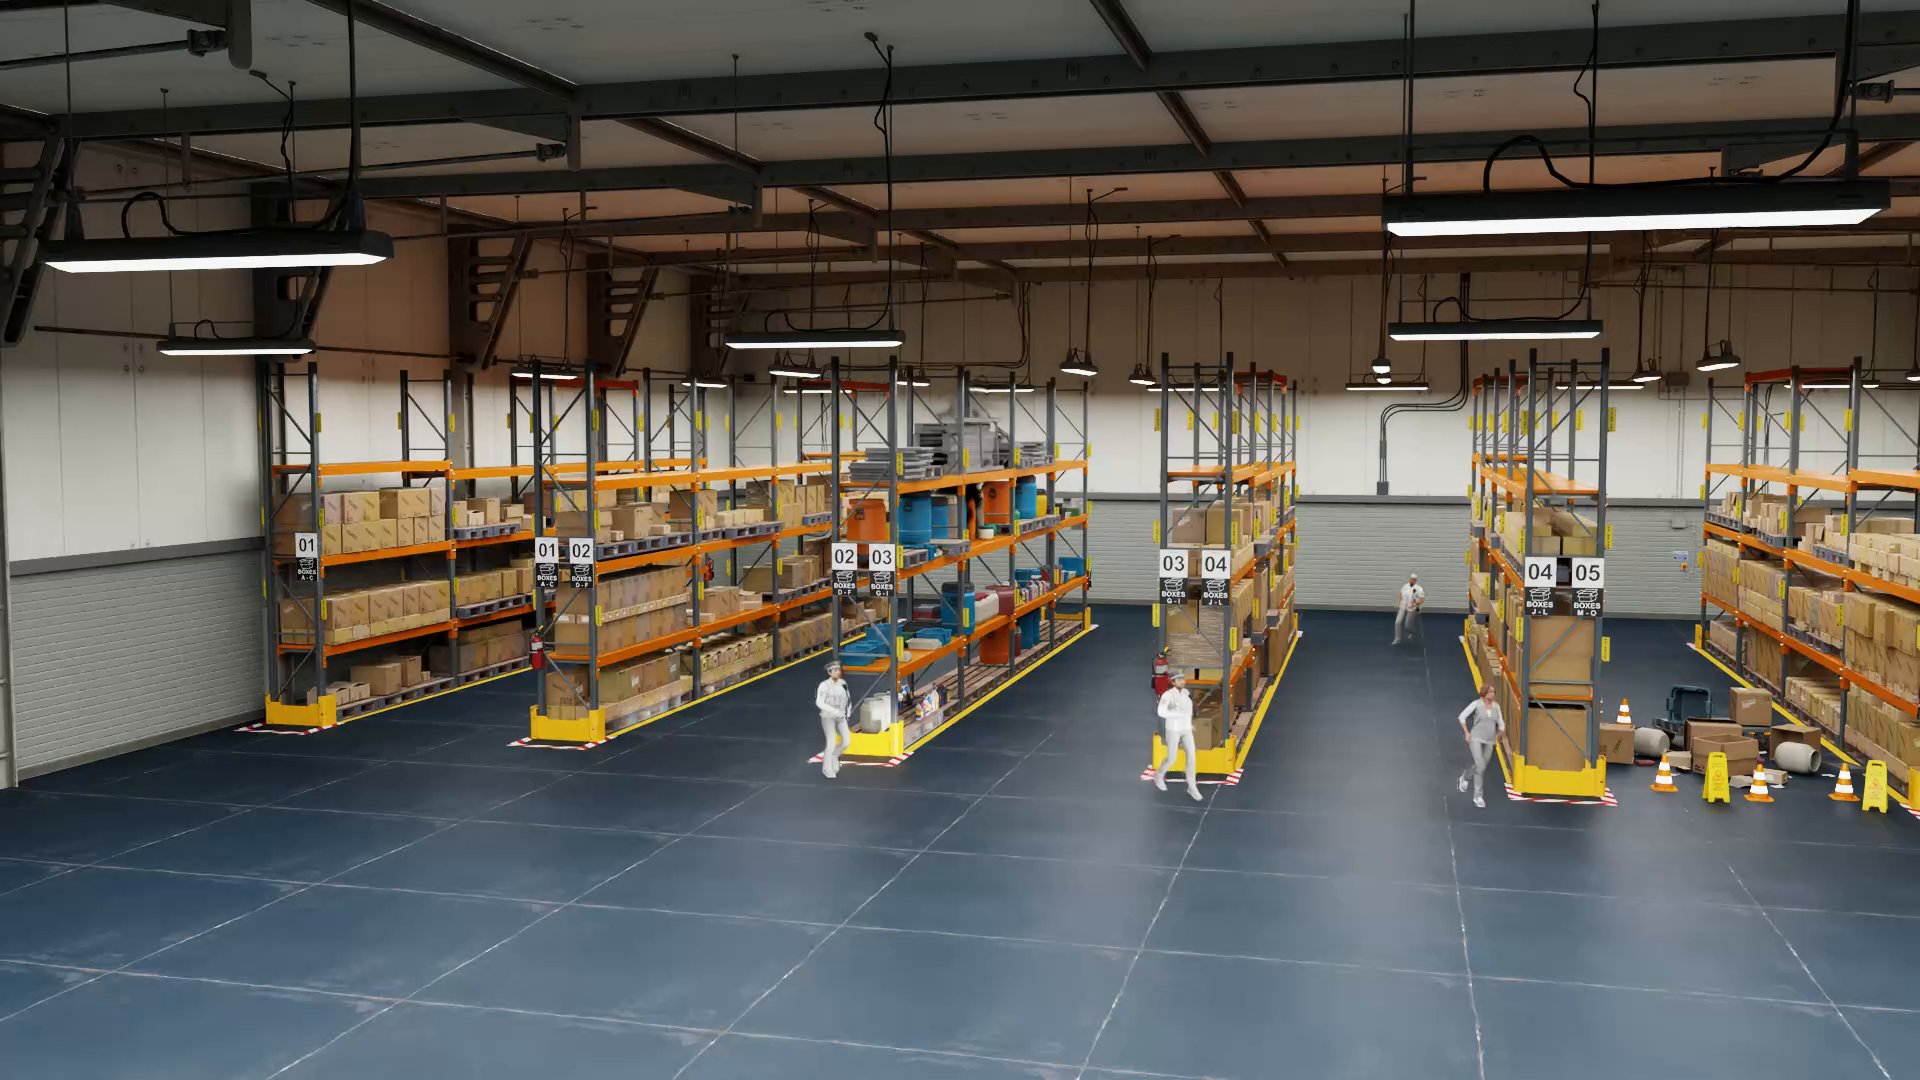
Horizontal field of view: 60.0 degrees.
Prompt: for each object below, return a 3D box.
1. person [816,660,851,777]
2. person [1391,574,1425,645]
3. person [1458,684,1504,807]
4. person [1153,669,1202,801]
[{"bbox_3d":[-1.730,2.523,23.500,0.648,1.658,0.565,-3,5,-37],"label":"person"},{"bbox_3d":[10.146,1.565,37.480,0.649,1.615,0.769,3,5,40],"label":"person"},{"bbox_3d":[6.900,2.683,21.996,0.570,1.585,0.711,-1,4,-10],"label":"person"},{"bbox_3d":[2.913,2.583,22.273,0.619,1.725,0.797,-2,5,-28],"label":"person"}]
